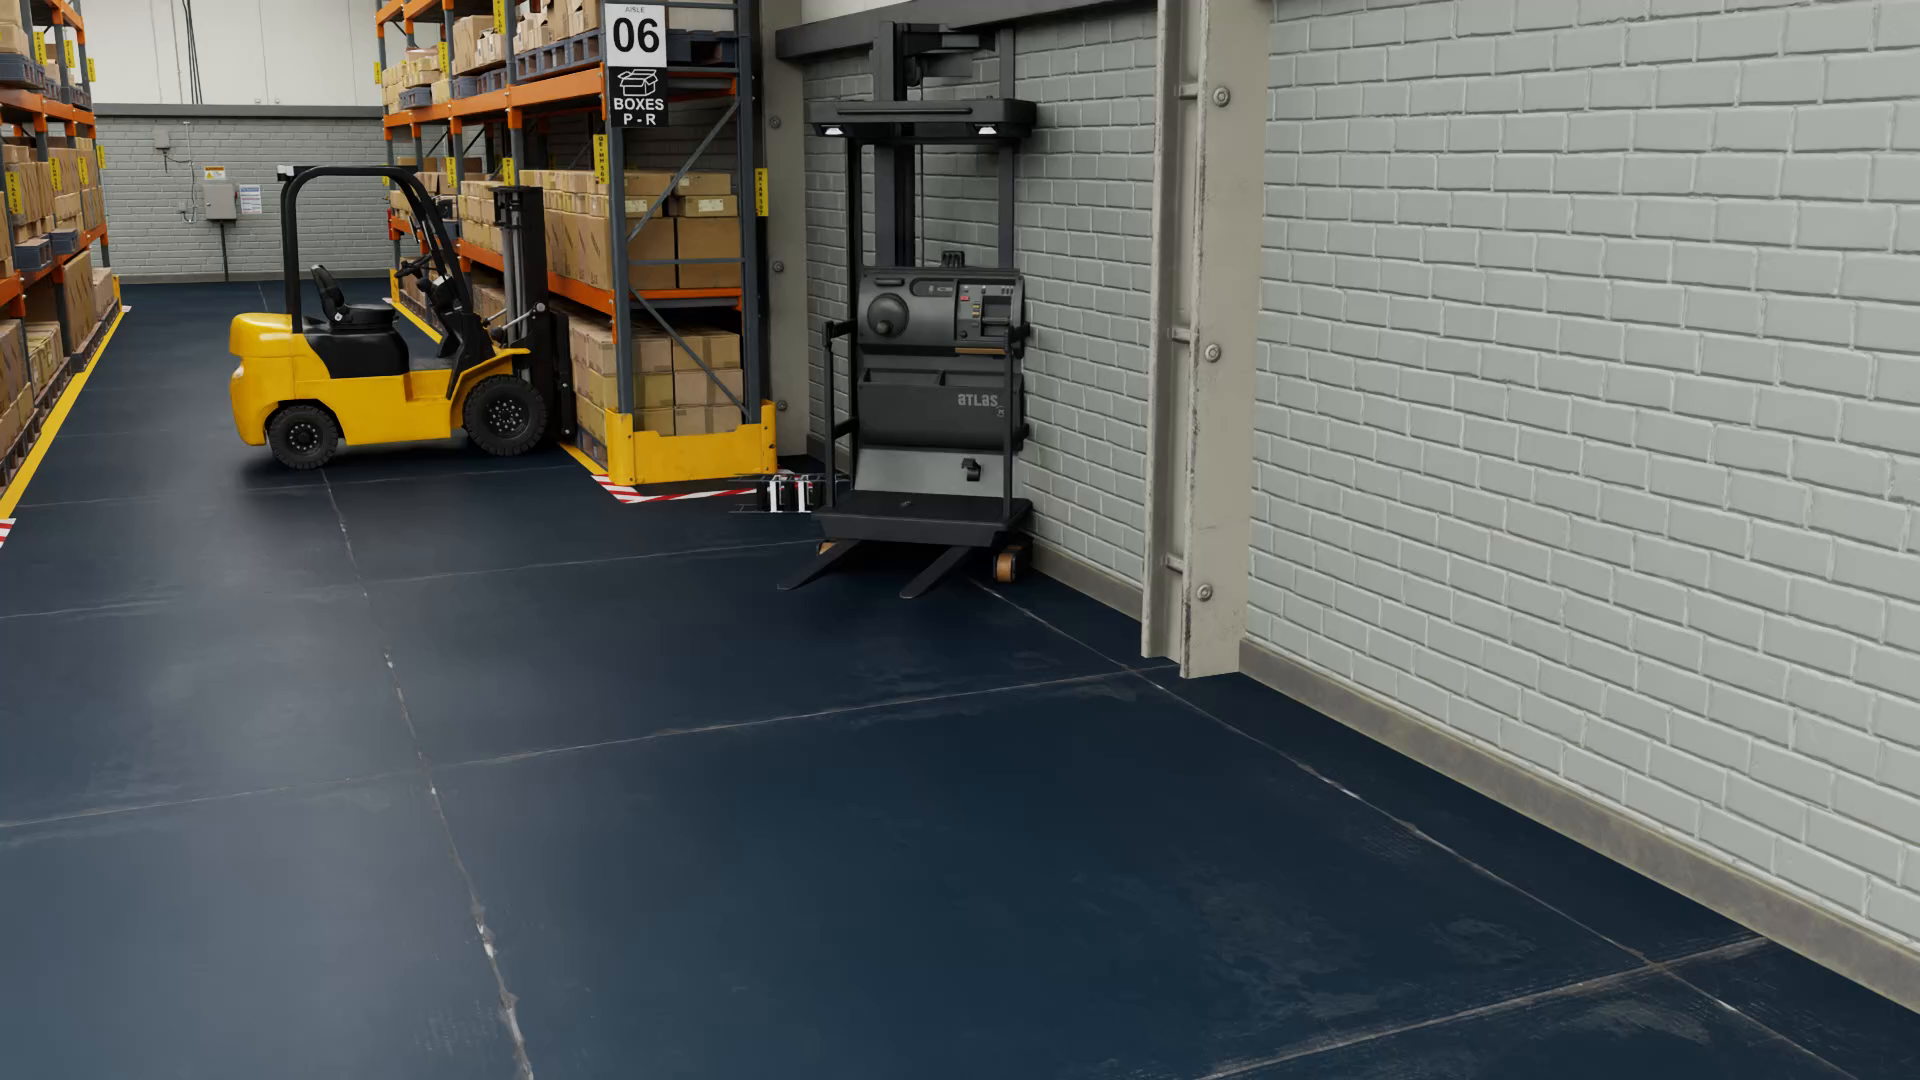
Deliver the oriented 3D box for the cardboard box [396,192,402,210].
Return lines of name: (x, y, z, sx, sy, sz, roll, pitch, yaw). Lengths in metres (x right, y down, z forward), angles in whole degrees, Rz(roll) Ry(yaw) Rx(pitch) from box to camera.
cardboard box: (-7.971, -4.976, 24.388, 0.500, 0.250, 0.500, -6, 14, -24)

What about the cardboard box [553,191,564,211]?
cardboard box: (-3.019, -2.705, 13.244, 0.380, 0.149, 0.250, -6, 14, -24)

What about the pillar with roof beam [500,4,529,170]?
pillar with roof beam: (-10.109, -7.163, 20.862, 9.100, 9.000, 0.400, -6, 14, -23)

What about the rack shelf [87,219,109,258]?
rack shelf: (-12.060, -4.018, 22.171, 1.077, 0.370, 4.000, -6, 14, -23)

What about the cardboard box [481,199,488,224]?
cardboard box: (-4.535, -3.318, 16.776, 0.500, 0.250, 0.500, -5, 14, -22)

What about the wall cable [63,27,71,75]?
wall cable: (-15.397, -8.854, 28.167, 0.463, 3.000, 0.029, -6, 14, -23)

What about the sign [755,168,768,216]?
sign: (-1.394, -2.434, 11.638, 0.100, 0.325, 0.005, -6, 14, -23)

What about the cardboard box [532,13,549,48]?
cardboard box: (-3.191, -4.066, 13.279, 0.396, 0.266, 0.258, -6, 14, -24)

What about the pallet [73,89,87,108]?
pallet: (-12.061, -5.795, 21.799, 1.003, 0.211, 1.213, -6, 14, -23)

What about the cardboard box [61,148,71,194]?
cardboard box: (-10.229, -4.103, 18.505, 0.500, 0.500, 0.500, -5, 14, -22)

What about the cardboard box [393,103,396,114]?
cardboard box: (-7.874, -6.157, 23.725, 0.380, 0.149, 0.250, -6, 14, -23)

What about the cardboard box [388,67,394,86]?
cardboard box: (-7.966, -6.683, 24.006, 0.500, 0.250, 0.500, -6, 14, -24)

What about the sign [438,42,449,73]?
sign: (-5.608, -5.242, 18.068, 0.100, 0.325, 0.005, -6, 14, -23)

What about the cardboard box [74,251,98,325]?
cardboard box: (-10.937, -3.003, 19.975, 0.875, 0.875, 0.875, -5, 14, -21)

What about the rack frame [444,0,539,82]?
rack frame: (-5.110, -6.500, 17.998, 1.000, 3.000, 0.127, -6, 14, -23)

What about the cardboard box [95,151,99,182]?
cardboard box: (-12.449, -5.239, 23.414, 0.500, 0.500, 0.500, -5, 14, -21)

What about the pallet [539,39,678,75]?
pallet: (-2.657, -3.744, 12.937, 1.003, 0.211, 1.213, -6, 14, -23)

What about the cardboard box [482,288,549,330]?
cardboard box: (-4.603, -2.361, 17.753, 0.875, 0.625, 0.625, -5, 14, -21)

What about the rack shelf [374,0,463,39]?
rack shelf: (-7.513, -7.388, 23.436, 1.077, 0.370, 4.000, -6, 14, -23)

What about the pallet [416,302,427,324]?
pallet: (-6.986, -3.187, 23.173, 1.003, 0.211, 1.213, -6, 14, -23)

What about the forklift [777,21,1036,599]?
forklift: (-0.159, -1.291, 8.950, 1.130, 2.935, 3.031, 3, 13, 14)

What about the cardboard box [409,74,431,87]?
cardboard box: (-6.670, -5.738, 20.763, 0.380, 0.149, 0.250, -5, 14, -22)

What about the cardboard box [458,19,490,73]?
cardboard box: (-4.749, -5.074, 17.114, 0.700, 0.500, 0.500, -6, 14, -24)

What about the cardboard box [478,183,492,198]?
cardboard box: (-4.725, -3.584, 17.043, 0.380, 0.149, 0.250, -5, 14, -22)

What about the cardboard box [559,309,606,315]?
cardboard box: (-3.196, -1.767, 13.800, 0.500, 0.250, 0.500, -5, 14, -21)

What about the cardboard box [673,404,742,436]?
cardboard box: (-1.922, -0.909, 12.311, 0.500, 0.250, 0.500, -6, 14, -23)

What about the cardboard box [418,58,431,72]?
cardboard box: (-6.323, -5.727, 20.054, 0.380, 0.149, 0.250, -6, 14, -23)

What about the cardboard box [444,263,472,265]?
cardboard box: (-6.517, -3.506, 21.541, 0.380, 0.149, 0.250, -6, 15, -26)

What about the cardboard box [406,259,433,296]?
cardboard box: (-7.849, -3.902, 24.689, 0.700, 0.500, 0.500, -5, 14, -21)

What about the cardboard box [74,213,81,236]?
cardboard box: (-10.645, -3.706, 19.565, 0.500, 0.250, 0.500, -6, 14, -24)

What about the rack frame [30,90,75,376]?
rack frame: (-9.656, -3.128, 16.734, 1.000, 3.000, 0.127, -6, 14, -23)

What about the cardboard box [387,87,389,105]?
cardboard box: (-8.164, -6.544, 24.513, 0.500, 0.250, 0.500, -5, 14, -22)

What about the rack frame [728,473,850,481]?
rack frame: (-1.023, -0.402, 10.673, 0.900, 0.006, 0.240, 0, 13, 2)

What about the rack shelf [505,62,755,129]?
rack shelf: (-2.706, -3.449, 13.062, 1.077, 0.370, 4.000, -6, 14, -23)

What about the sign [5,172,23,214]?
sign: (-7.560, -2.774, 13.285, 0.100, 0.325, 0.005, -6, 14, -23)

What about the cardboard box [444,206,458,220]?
cardboard box: (-5.724, -3.761, 19.092, 0.380, 0.149, 0.250, -5, 14, -22)

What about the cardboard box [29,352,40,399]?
cardboard box: (-8.266, -1.334, 13.880, 0.950, 0.372, 0.625, -5, 14, -22)

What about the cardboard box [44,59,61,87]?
cardboard box: (-10.713, -5.414, 19.225, 0.500, 0.311, 0.500, -6, 14, -23)

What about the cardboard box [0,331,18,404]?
cardboard box: (-7.160, -1.224, 12.010, 0.500, 0.500, 0.500, -5, 14, -20)

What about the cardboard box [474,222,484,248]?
cardboard box: (-4.746, -3.181, 17.292, 0.500, 0.250, 0.500, -6, 14, -25)

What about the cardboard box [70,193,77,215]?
cardboard box: (-10.439, -3.847, 19.064, 0.500, 0.250, 0.500, -5, 14, -22)

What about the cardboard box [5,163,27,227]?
cardboard box: (-7.979, -2.823, 13.602, 0.500, 0.500, 0.500, -5, 14, -22)

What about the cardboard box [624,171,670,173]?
cardboard box: (-2.546, -2.899, 13.425, 0.380, 0.149, 0.250, -5, 14, -21)

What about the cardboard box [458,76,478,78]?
cardboard box: (-5.472, -5.212, 18.531, 0.380, 0.149, 0.250, -5, 14, -22)

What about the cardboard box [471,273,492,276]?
cardboard box: (-5.742, -3.071, 19.662, 0.380, 0.149, 0.250, -6, 14, -25)

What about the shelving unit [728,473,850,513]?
shelving unit: (-1.022, -0.303, 10.696, 0.900, 0.210, 0.258, 0, 13, 2)

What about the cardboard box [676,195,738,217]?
cardboard box: (-1.803, -2.383, 11.853, 0.380, 0.149, 0.250, -6, 14, -24)

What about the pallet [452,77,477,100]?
pallet: (-4.756, -4.815, 17.787, 1.213, 0.211, 1.003, -5, 14, -20)

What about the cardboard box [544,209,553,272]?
cardboard box: (-3.141, -2.474, 13.685, 0.500, 0.500, 0.500, -6, 14, -24)

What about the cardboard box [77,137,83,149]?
cardboard box: (-11.529, -5.110, 21.419, 0.380, 0.149, 0.250, -6, 14, -25)

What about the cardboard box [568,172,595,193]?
cardboard box: (-2.736, -2.691, 12.525, 0.380, 0.149, 0.250, -5, 14, -22)

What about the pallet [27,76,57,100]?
pallet: (-9.963, -4.626, 16.971, 1.213, 0.211, 1.003, -5, 14, -20)

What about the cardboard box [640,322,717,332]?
cardboard box: (-2.127, -1.496, 12.631, 0.500, 0.250, 0.500, -6, 14, -23)

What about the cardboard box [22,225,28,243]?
cardboard box: (-8.078, -2.579, 13.988, 0.380, 0.149, 0.250, -5, 14, -22)
